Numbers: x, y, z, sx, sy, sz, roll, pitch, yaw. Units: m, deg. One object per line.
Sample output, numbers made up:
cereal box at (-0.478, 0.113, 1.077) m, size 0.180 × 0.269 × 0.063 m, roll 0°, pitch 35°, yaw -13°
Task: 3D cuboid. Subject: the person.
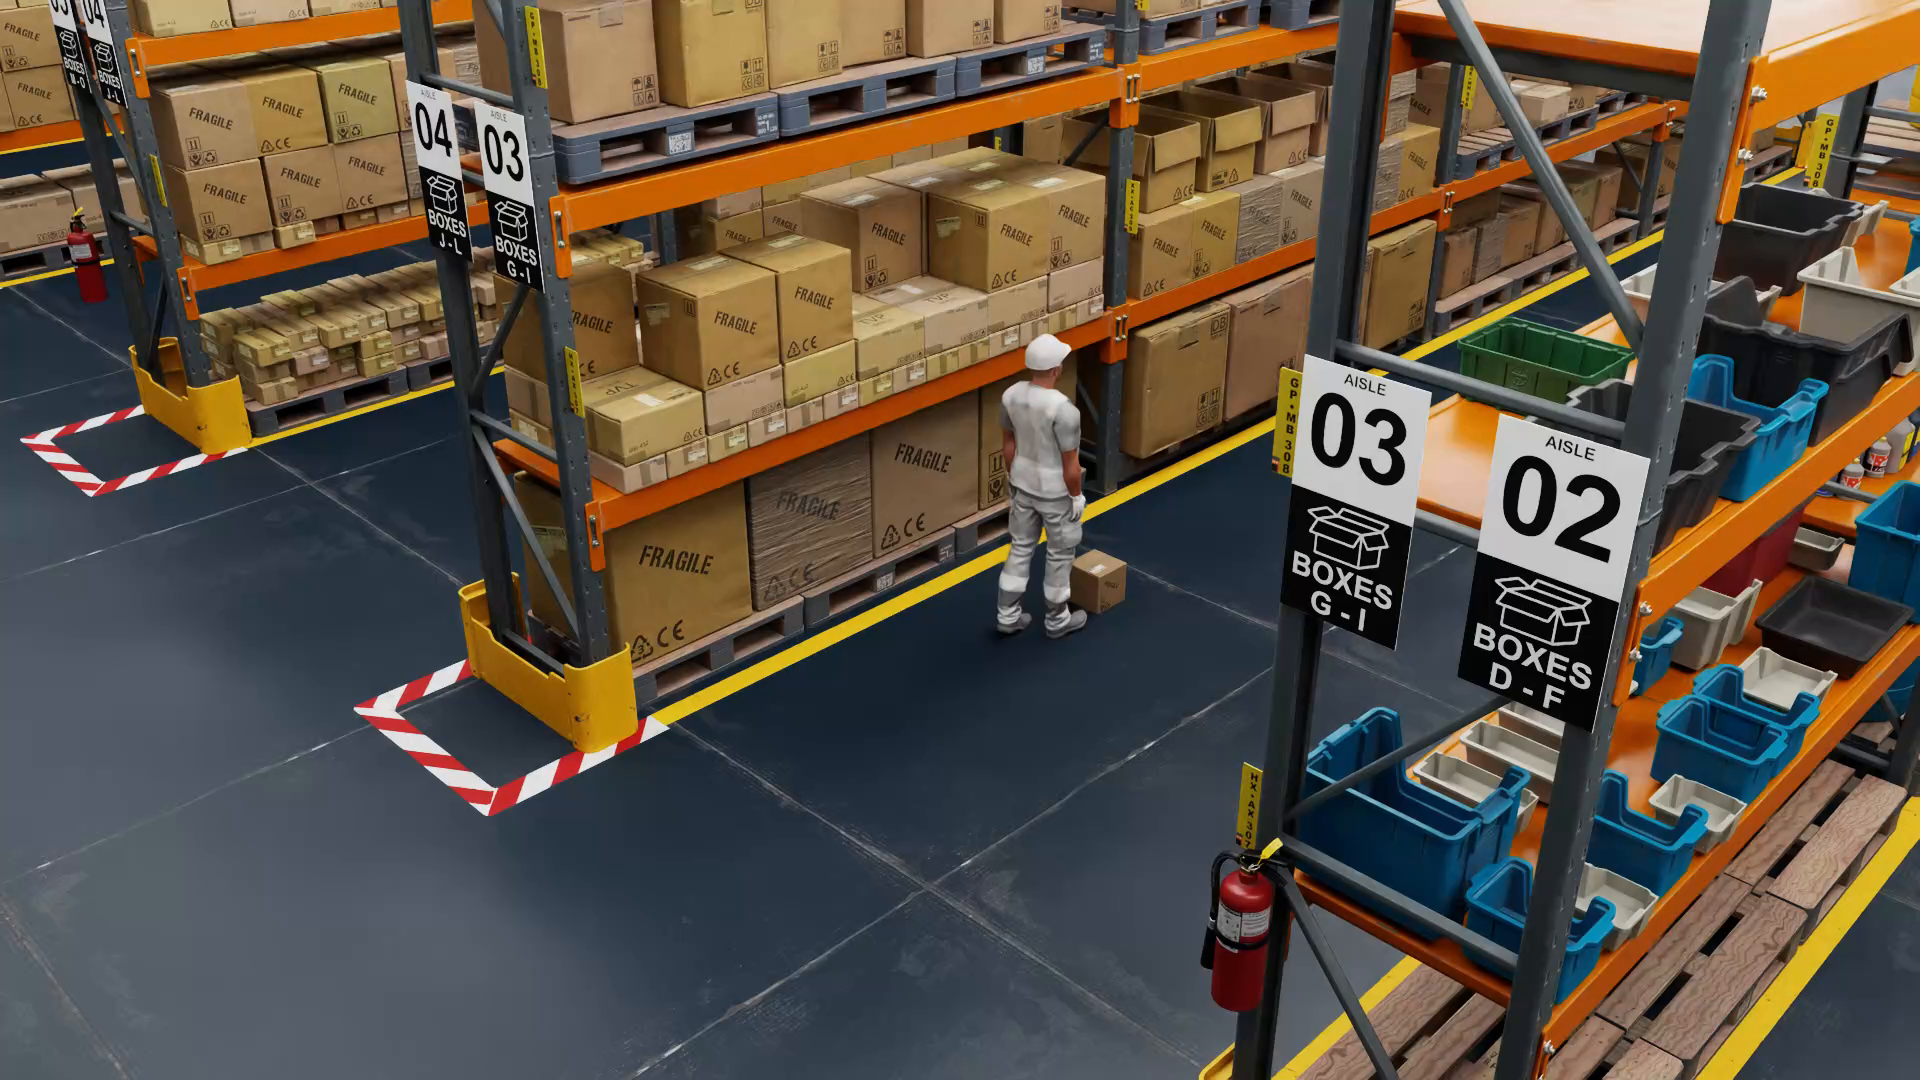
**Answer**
person at (0.472, -0.274, 9.144) m, size 0.486 × 1.821 × 0.526 m, roll -24°, pitch 36°, yaw -38°
